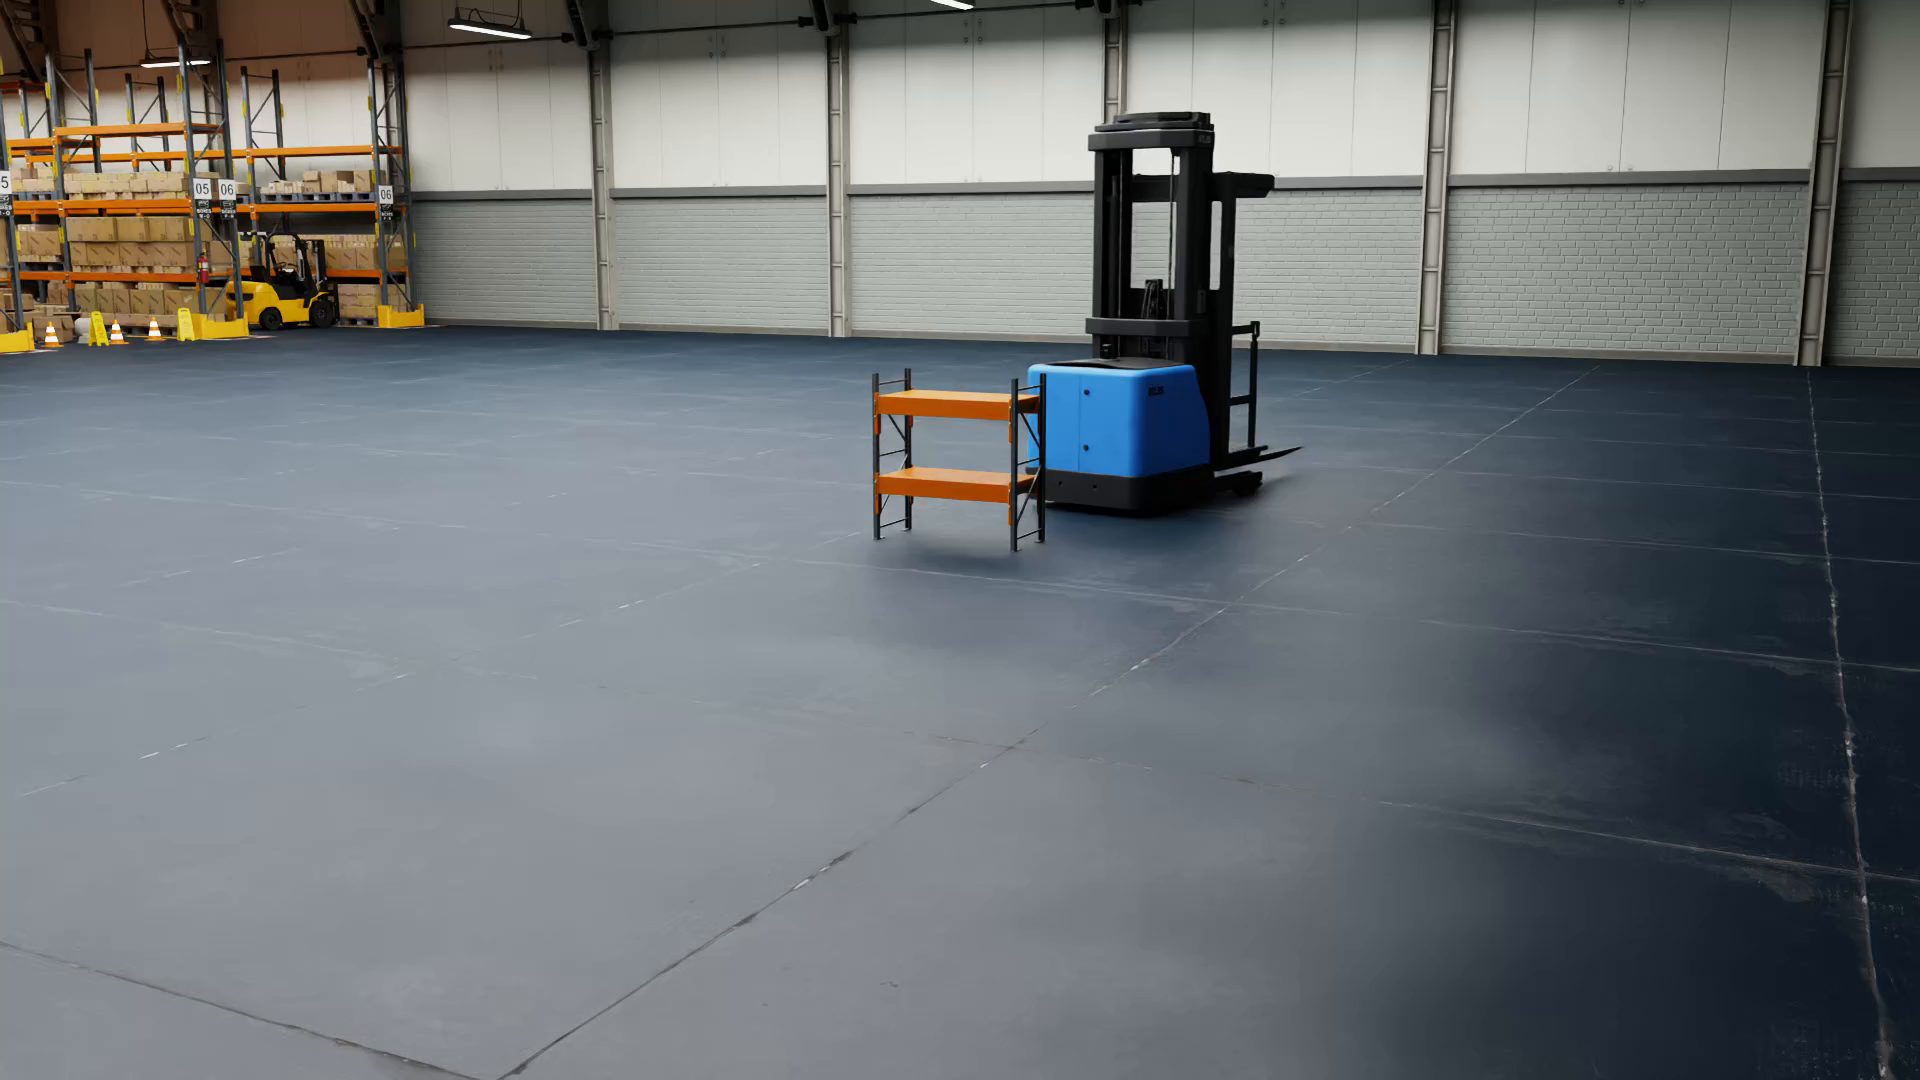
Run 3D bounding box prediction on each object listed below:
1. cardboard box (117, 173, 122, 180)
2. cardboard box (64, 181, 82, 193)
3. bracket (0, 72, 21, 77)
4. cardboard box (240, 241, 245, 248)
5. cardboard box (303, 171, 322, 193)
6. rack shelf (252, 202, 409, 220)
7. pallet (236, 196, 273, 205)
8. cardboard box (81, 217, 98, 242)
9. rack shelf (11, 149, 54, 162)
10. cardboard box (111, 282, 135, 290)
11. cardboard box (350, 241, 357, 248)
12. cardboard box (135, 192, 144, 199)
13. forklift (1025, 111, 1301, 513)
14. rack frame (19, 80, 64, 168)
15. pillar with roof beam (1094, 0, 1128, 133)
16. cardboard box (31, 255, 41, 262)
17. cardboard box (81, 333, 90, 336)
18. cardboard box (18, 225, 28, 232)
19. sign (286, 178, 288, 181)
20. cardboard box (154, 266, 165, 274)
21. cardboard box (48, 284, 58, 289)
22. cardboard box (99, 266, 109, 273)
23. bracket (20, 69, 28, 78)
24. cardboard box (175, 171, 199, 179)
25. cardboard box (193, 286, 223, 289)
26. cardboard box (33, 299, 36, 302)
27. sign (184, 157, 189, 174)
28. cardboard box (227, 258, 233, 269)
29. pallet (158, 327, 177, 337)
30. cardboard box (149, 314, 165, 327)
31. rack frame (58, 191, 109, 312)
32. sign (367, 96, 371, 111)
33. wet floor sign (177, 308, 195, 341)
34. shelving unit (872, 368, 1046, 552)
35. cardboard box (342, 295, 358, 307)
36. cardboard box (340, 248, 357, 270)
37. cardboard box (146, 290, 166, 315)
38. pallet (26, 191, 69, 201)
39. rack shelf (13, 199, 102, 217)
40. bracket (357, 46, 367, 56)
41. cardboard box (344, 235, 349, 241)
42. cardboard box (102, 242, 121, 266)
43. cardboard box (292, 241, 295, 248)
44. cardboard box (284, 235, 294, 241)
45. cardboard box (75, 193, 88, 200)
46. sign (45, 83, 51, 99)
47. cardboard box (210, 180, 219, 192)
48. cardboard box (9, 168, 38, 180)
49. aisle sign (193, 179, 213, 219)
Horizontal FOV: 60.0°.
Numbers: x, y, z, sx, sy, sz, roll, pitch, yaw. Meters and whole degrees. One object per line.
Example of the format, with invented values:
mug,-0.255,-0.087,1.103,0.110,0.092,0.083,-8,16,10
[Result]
cardboard box,-17.238,-7.539,34.506,0.250,0.149,0.380,5,12,27
cardboard box,-18.533,-7.451,35.138,0.500,0.250,0.500,5,11,25
bracket,-26.853,-12.505,44.949,4.783,0.066,0.076,5,11,26
cardboard box,-17.257,-7.151,40.216,0.250,0.149,0.380,5,11,25
cardboard box,-14.913,-8.386,38.969,0.637,0.503,0.797,5,12,28
rack shelf,-14.820,-7.738,39.159,4.000,0.370,1.077,5,11,26
pallet,-17.410,-8.223,40.356,1.217,0.209,0.805,5,11,24
cardboard box,-18.059,-6.555,35.102,0.500,0.500,0.700,5,11,26
rack shelf,-25.581,-10.158,44.117,4.000,0.370,1.077,5,11,26
cardboard box,-17.607,-5.352,34.995,0.250,0.149,0.380,6,12,29
cardboard box,-13.909,-6.855,38.581,0.250,0.149,0.380,5,12,27
cardboard box,-16.799,-7.106,34.356,0.250,0.149,0.380,5,11,24
forklift,1.783,-1.851,13.227,1.130,2.935,3.031,8,13,36
rack frame,-23.788,-10.356,43.182,0.127,3.000,1.000,5,11,26
pillar with roof beam,0.985,-7.503,27.420,0.548,9.000,9.100,5,11,26
cardboard box,-19.866,-6.098,36.028,0.250,0.149,0.380,5,11,25
cardboard box,-17.288,-4.043,33.151,0.380,0.149,0.250,-7,12,-33
cardboard box,-20.200,-6.772,36.110,0.250,0.149,0.380,4,11,23
sign,-16.369,-8.632,40.403,0.005,0.325,0.100,5,11,26
cardboard box,-16.390,-5.578,34.334,0.250,0.149,0.380,5,12,27
cardboard box,-23.584,-6.629,43.453,0.250,0.149,0.380,6,12,29
cardboard box,-17.958,-5.728,35.162,0.250,0.149,0.380,5,12,28
bracket,-24.543,-12.302,43.827,0.430,0.232,0.235,5,11,26
cardboard box,-15.653,-7.389,33.681,0.250,0.149,0.380,5,11,26
cardboard box,-18.454,-5.972,41.295,0.625,0.625,0.875,5,11,23
cardboard box,-24.737,-6.290,44.061,0.258,0.266,0.396,5,12,28
sign,-15.483,-7.490,33.283,0.005,0.325,0.100,5,11,26
cardboard box,-17.634,-6.736,40.449,0.500,0.250,0.500,5,11,25
pallet,-16.000,-4.369,34.776,1.213,0.211,1.003,5,11,26
cardboard box,-16.524,-4.582,34.664,0.500,0.250,0.500,5,11,26
rack frame,-18.806,-5.980,35.851,0.127,3.000,1.000,5,11,26
sign,-13.279,-9.823,37.394,0.005,0.325,0.100,5,11,26
wet floor sign,-15.522,-4.321,33.292,0.267,0.644,0.232,-10,14,-43
shelving unit,-0.006,-0.554,11.133,1.048,1.125,0.538,5,11,26
cardboard box,-14.046,-5.588,38.818,0.500,0.250,0.500,5,11,25
cardboard box,-14.045,-6.547,38.699,0.500,0.500,0.500,5,12,28
cardboard box,-16.523,-4.950,34.593,0.500,0.500,0.500,6,12,28
pallet,-19.313,-7.430,35.964,1.003,0.211,1.213,5,11,26
rack shelf,-20.600,-7.260,36.519,4.000,0.370,1.077,5,11,26
bracket,-13.781,-11.356,38.603,0.430,0.232,0.235,5,11,26
cardboard box,-14.113,-7.030,38.712,0.250,0.149,0.380,5,11,26
cardboard box,-17.630,-6.019,34.950,0.500,0.500,0.500,5,11,25
cardboard box,-15.542,-6.986,39.307,0.250,0.149,0.380,5,11,25
cardboard box,-15.766,-7.154,39.399,0.250,0.149,0.380,5,12,27
cardboard box,-18.426,-7.239,35.089,0.250,0.149,0.380,5,11,26
sign,-19.047,-9.381,34.727,0.005,0.325,0.100,5,11,26
cardboard box,-15.552,-7.296,34.283,0.500,0.250,0.500,5,11,25
cardboard box,-20.307,-7.937,36.080,0.500,0.250,0.500,5,12,27
aisle sign,-15.292,-6.893,33.595,0.004,0.787,0.394,5,11,26
